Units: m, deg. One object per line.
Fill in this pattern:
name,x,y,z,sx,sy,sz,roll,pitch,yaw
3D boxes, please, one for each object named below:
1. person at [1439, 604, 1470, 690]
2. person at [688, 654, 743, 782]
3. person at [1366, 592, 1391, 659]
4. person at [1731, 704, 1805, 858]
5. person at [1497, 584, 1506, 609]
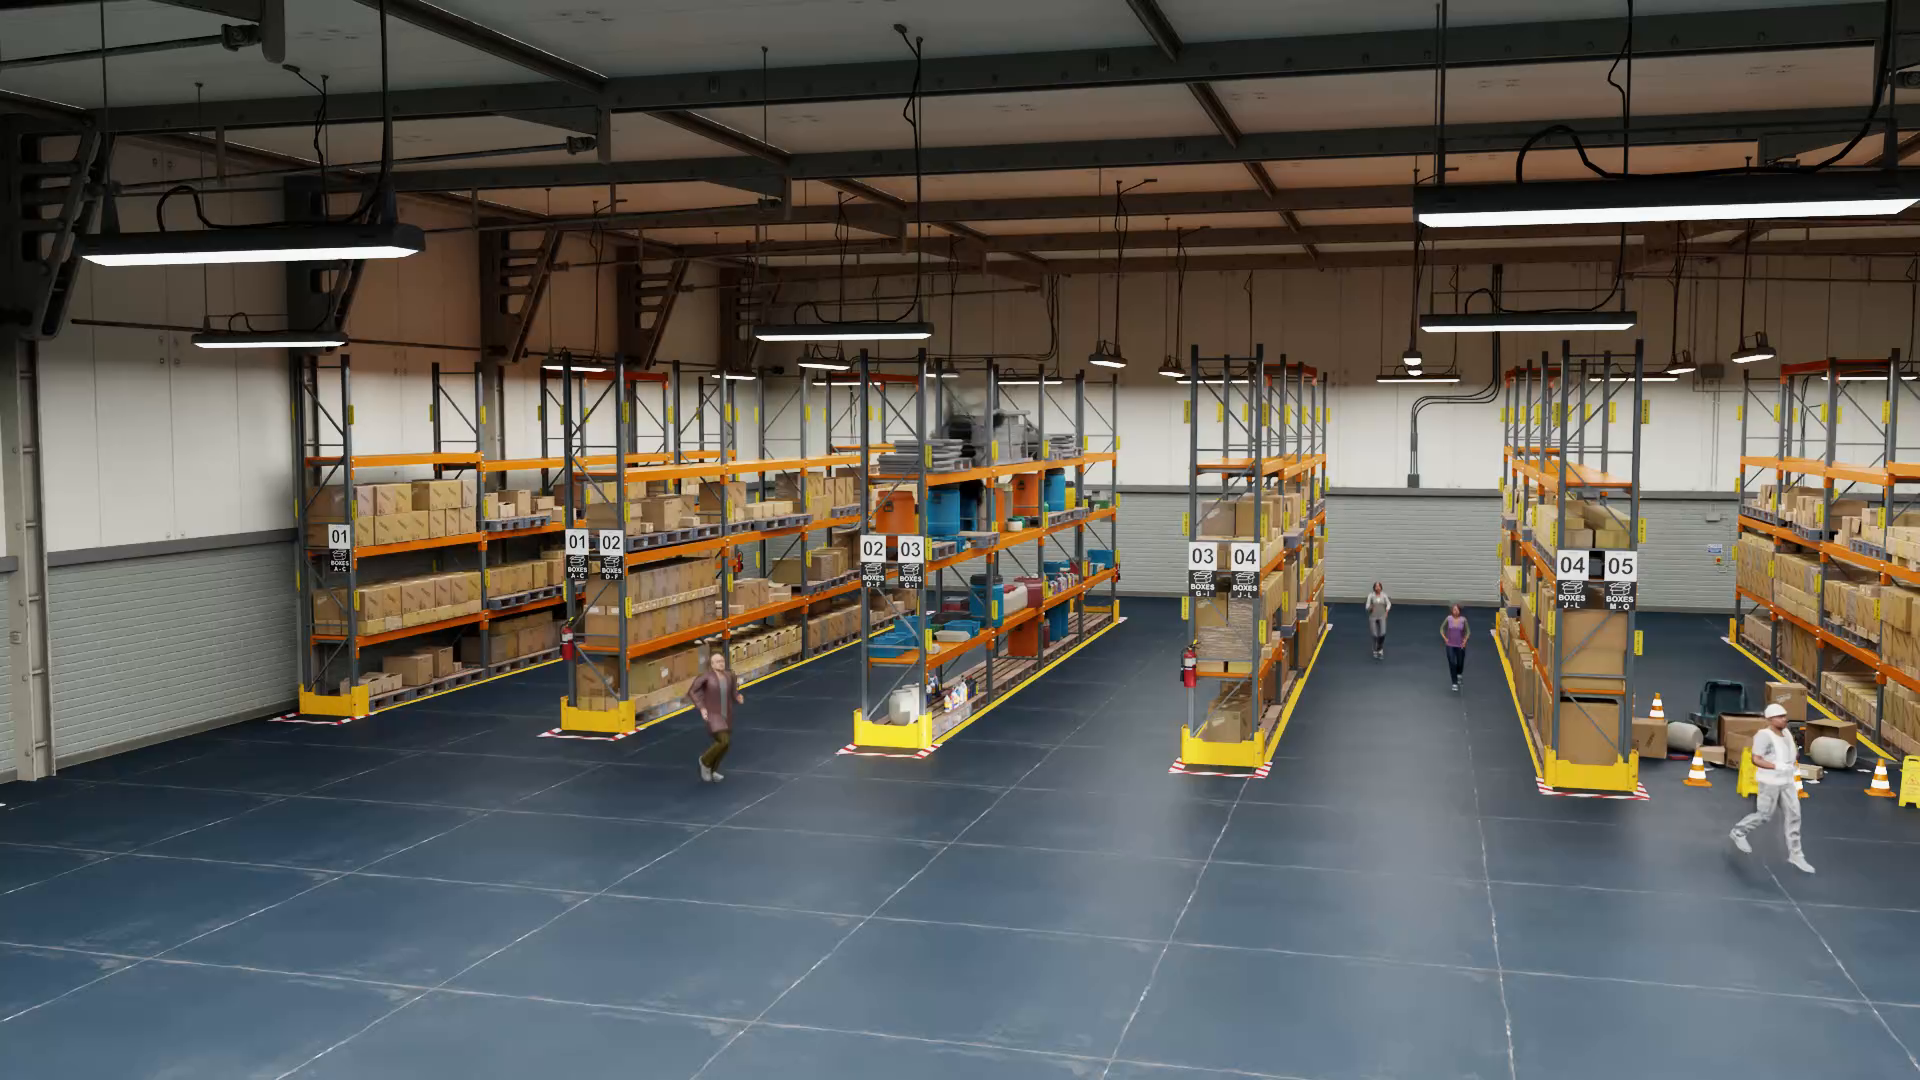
person,9.054,1.946,30.456,0.549,1.572,0.542,1,4,15
person,-3.264,2.423,22.678,0.683,1.750,0.684,4,6,42
person,8.597,1.755,34.197,0.516,1.365,0.512,1,4,10
person,9.035,2.663,18.537,0.690,1.702,0.813,-2,5,-27
person,12.959,1.198,38.982,0.733,1.614,0.740,1,4,17
